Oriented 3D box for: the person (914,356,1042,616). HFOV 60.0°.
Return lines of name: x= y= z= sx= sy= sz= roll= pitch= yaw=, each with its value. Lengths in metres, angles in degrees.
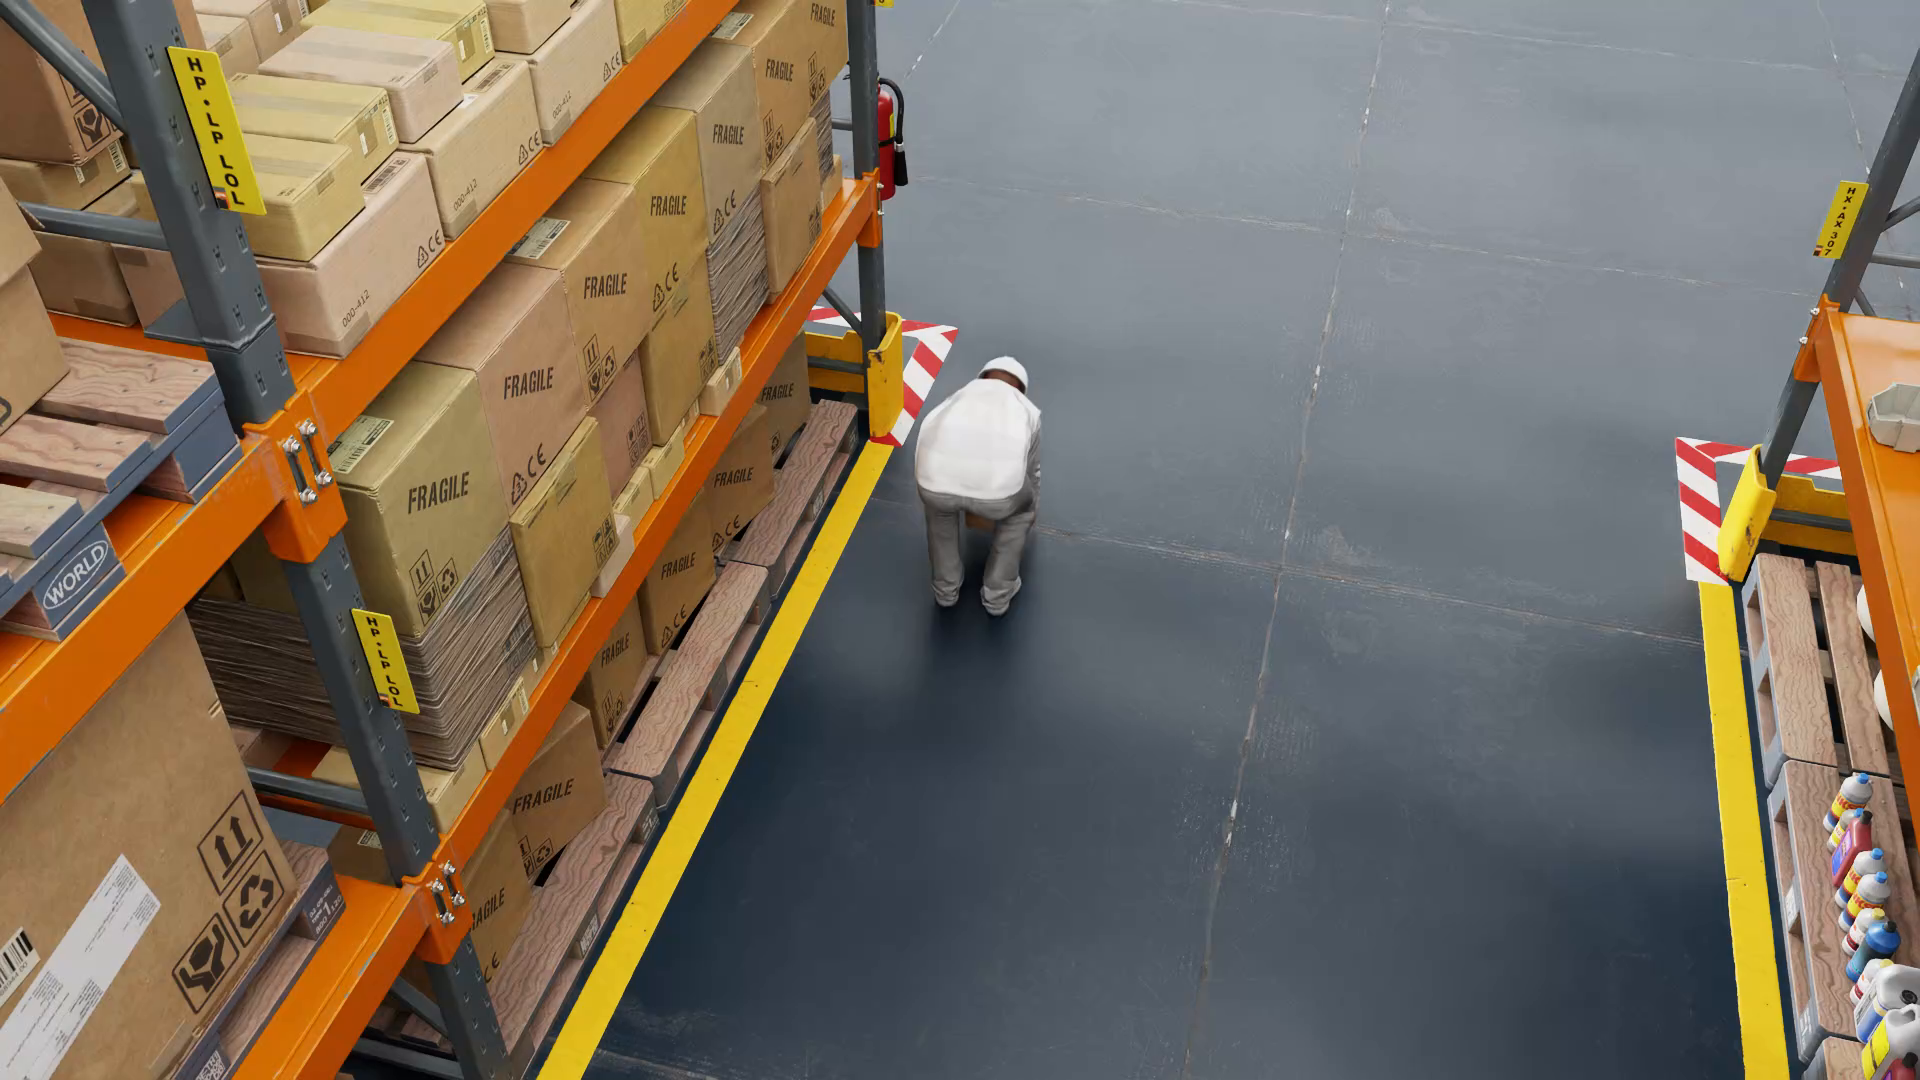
person: x=0.095 y=-0.265 z=7.014 sx=0.479 sy=1.028 sz=1.002 roll=7 pitch=41 yaw=8
